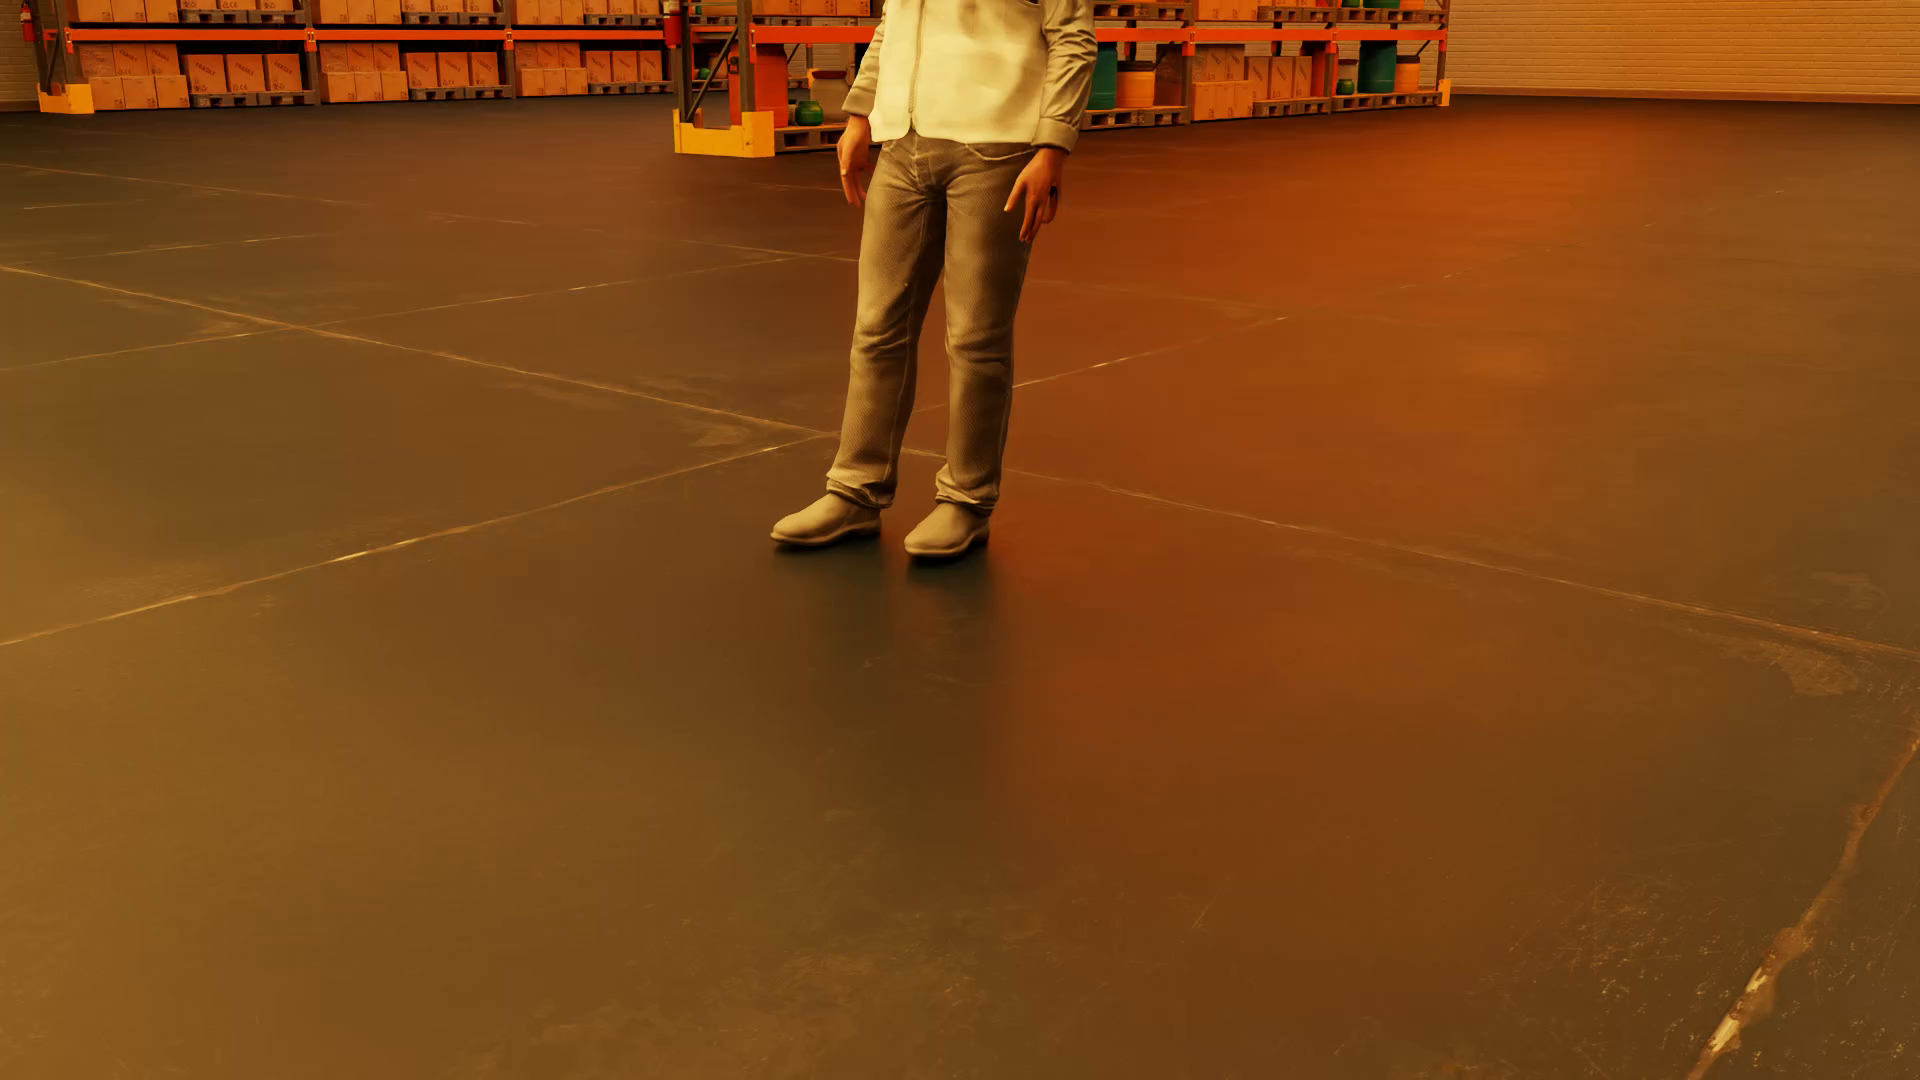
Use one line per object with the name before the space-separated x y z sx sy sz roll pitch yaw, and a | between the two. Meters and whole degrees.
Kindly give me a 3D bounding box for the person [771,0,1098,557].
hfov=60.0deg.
person | -0.046 -0.844 3.642 0.632 1.773 0.568 13 21 37
